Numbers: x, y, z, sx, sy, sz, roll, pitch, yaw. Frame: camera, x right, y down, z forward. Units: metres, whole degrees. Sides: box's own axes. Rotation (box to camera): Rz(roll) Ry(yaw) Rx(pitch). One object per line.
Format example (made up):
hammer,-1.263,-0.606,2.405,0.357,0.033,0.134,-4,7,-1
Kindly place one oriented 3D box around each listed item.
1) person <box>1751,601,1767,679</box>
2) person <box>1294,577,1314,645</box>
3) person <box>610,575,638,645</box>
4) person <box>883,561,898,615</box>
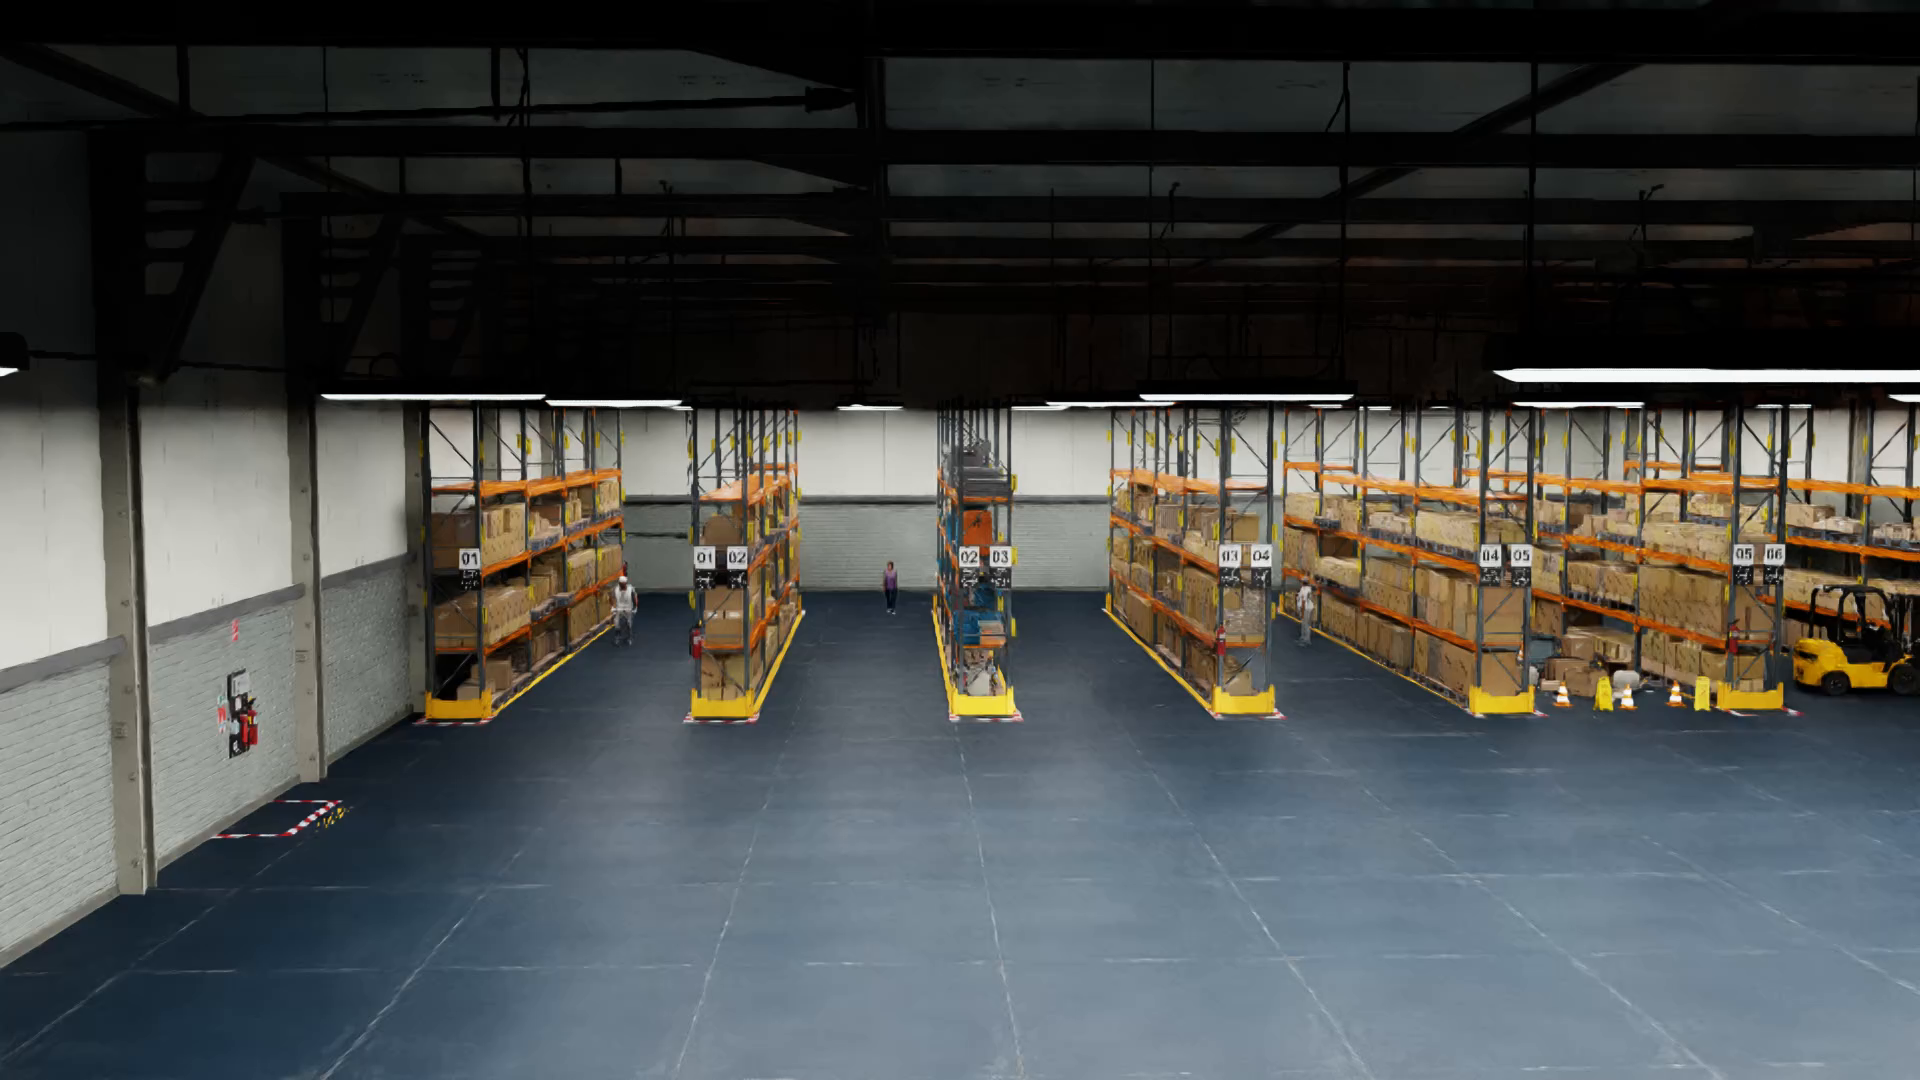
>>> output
person,17.054,2.127,35.615,0.468,1.677,0.497,2,5,28
person,8.436,1.733,40.826,0.478,1.667,0.523,2,5,28
person,-8.238,1.717,40.759,0.702,1.735,0.549,0,4,-4
person,-1.974,1.329,46.915,0.417,1.517,1.036,0,4,1
